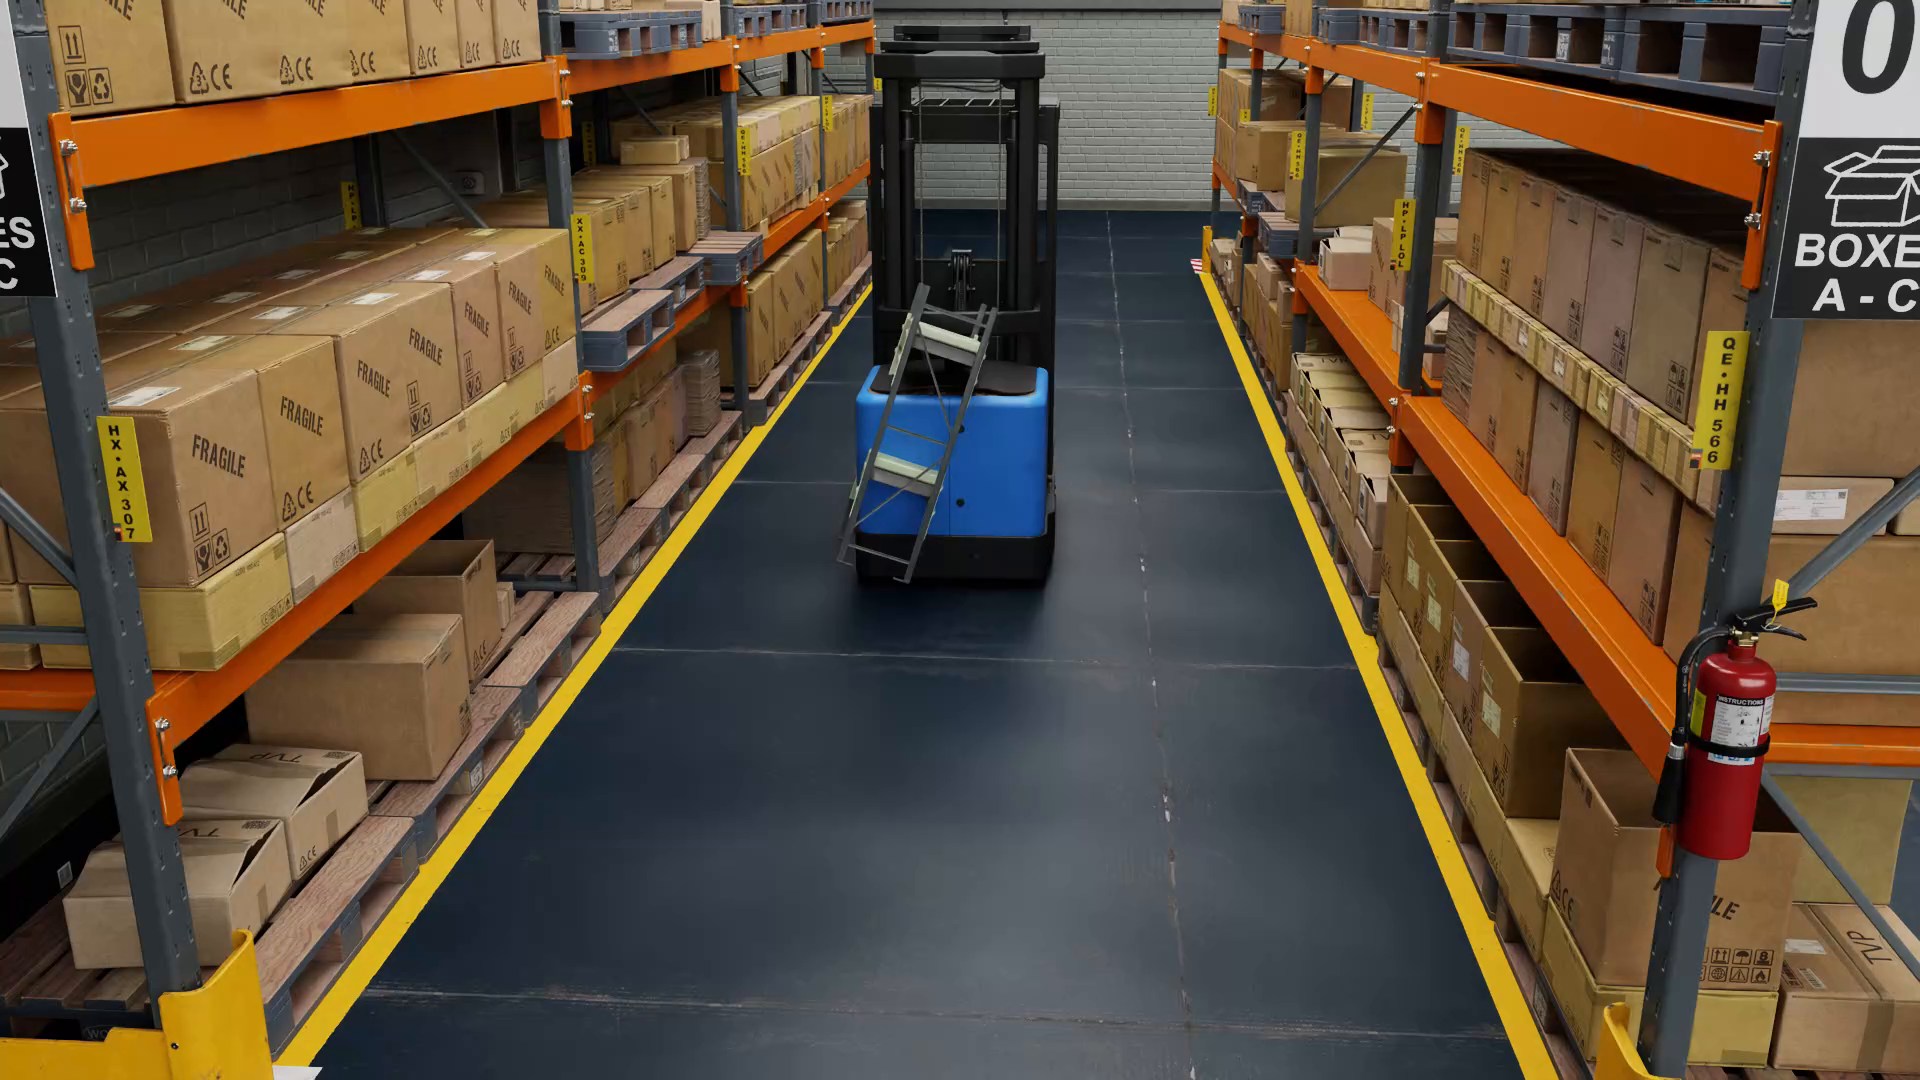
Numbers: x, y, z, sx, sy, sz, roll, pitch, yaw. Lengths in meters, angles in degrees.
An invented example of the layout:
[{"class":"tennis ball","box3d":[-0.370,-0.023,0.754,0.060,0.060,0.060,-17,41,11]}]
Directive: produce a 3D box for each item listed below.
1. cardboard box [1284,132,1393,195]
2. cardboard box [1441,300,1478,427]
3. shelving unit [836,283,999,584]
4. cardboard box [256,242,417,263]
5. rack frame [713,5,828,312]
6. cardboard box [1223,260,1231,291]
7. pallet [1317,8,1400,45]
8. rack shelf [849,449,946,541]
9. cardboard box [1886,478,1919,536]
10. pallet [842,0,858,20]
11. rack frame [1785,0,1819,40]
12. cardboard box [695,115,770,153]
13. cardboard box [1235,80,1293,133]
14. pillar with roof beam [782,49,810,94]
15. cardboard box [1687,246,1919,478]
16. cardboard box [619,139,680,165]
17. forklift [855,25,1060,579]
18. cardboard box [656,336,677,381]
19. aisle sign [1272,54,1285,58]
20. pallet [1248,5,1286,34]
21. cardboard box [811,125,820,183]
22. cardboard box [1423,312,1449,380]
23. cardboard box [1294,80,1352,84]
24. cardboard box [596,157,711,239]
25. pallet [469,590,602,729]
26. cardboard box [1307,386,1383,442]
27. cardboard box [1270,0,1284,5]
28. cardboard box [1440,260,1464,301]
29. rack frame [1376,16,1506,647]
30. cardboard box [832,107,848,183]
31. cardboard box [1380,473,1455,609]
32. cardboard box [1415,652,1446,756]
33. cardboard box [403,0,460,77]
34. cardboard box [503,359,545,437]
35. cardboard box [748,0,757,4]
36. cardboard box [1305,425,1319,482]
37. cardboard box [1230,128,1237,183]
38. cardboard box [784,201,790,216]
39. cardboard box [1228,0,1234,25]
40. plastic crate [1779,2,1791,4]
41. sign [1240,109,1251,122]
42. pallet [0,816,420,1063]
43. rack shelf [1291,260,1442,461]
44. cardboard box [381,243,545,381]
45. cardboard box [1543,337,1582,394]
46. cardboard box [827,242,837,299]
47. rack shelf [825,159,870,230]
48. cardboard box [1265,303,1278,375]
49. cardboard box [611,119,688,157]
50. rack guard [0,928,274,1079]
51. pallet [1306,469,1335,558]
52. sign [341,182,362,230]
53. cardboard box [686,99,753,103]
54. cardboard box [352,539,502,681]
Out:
[{"class":"cardboard box","box3d":[3.094,-3.066,13.627,0.700,0.500,0.500,-3,18,-10]},{"class":"cardboard box","box3d":[2.561,-0.794,7.367,0.700,0.500,0.500,1,18,2]},{"class":"shelving unit","box3d":[-0.247,-0.596,8.947,0.431,1.500,0.755,17,8,-6]},{"class":"cardboard box","box3d":[-2.638,-0.986,7.120,0.500,0.500,0.500,1,18,4]},{"class":"rack frame","box3d":[-1.782,-3.478,15.720,1.000,3.000,0.127,1,18,4]},{"class":"cardboard box","box3d":[2.971,-2.716,17.007,0.500,0.311,0.500,1,18,4]},{"class":"pallet","box3d":[2.913,-3.249,10.508,1.213,0.211,1.003,2,18,6]},{"class":"rack shelf","box3d":[-0.348,-0.290,8.992,0.431,0.370,0.720,17,8,-6]},{"class":"cardboard box","box3d":[2.542,-0.115,4.253,0.380,0.149,0.250,1,18,4]},{"class":"pallet","box3d":[-1.622,-5.493,17.195,1.003,0.211,1.213,1,18,4]},{"class":"rack frame","box3d":[2.299,-2.493,3.078,1.000,3.000,0.127,1,18,4]},{"class":"cardboard box","box3d":[-1.741,-3.093,12.670,0.500,0.250,0.500,1,18,3]},{"class":"cardboard box","box3d":[2.972,-4.213,16.198,0.500,0.500,0.500,1,18,3]},{"class":"pillar with roof beam","box3d":[2.130,-8.333,20.903,9.100,9.000,0.400,1,18,4]},{"class":"cardboard box","box3d":[2.349,-0.467,4.287,0.700,0.500,0.500,1,18,4]},{"class":"cardboard box","box3d":[-2.072,-2.593,11.109,0.380,0.149,0.250,-2,18,-5]},{"class":"forklift","box3d":[0.040,-1.589,10.064,1.130,2.935,3.031,1,18,3]},{"class":"cardboard box","box3d":[-2.171,-1.213,10.911,0.500,0.250,0.500,2,18,5]},{"class":"aisle sign","box3d":[3.757,-5.861,18.817,0.394,0.787,0.004,1,18,4]},{"class":"pallet","box3d":[2.972,-4.182,13.352,1.213,0.211,1.003,1,18,4]},{"class":"cardboard box","box3d":[-1.563,-3.527,15.201,0.500,0.500,0.500,1,18,3]},{"class":"cardboard box","box3d":[2.578,-0.967,8.297,0.500,0.250,0.500,2,18,7]},{"class":"cardboard box","box3d":[3.511,-4.192,16.132,0.500,0.500,0.500,1,18,2]},{"class":"cardboard box","box3d":[-2.092,-2.346,11.399,0.700,0.500,0.500,-1,18,-3]},{"class":"pallet","box3d":[-2.368,0.541,7.933,1.003,0.211,1.213,1,18,4]},{"class":"cardboard box","box3d":[2.474,-0.808,10.412,0.500,0.311,0.500,1,18,2]},{"class":"cardboard box","box3d":[3.050,-4.934,14.351,0.600,0.600,0.600,0,18,-1]},{"class":"cardboard box","box3d":[2.374,-1.161,7.446,0.380,0.149,0.250,1,18,4]},{"class":"rack frame","box3d":[2.586,-0.884,7.804,1.000,3.000,0.127,1,18,4]},{"class":"cardboard box","box3d":[-1.669,-4.015,16.878,0.980,0.700,0.700,1,18,3]},{"class":"cardboard box","box3d":[2.241,0.004,7.632,0.500,0.500,0.500,1,18,4]},{"class":"cardboard box","box3d":[2.169,0.671,6.801,0.500,0.250,0.500,1,18,4]},{"class":"cardboard box","box3d":[-2.196,-1.984,6.150,0.500,0.500,0.500,1,18,2]},{"class":"cardboard box","box3d":[-2.131,-0.623,7.217,0.500,0.250,0.500,1,18,4]},{"class":"cardboard box","box3d":[-2.030,-4.561,13.340,0.700,0.500,0.500,1,18,4]},{"class":"cardboard box","box3d":[2.476,-0.545,10.512,0.500,0.250,0.500,1,18,2]},{"class":"cardboard box","box3d":[3.010,-3.897,16.838,0.500,0.500,0.500,2,18,5]},{"class":"cardboard box","box3d":[-1.658,-2.863,14.216,0.380,0.149,0.250,1,18,2]},{"class":"cardboard box","box3d":[3.073,-5.501,17.318,0.500,0.250,0.500,1,18,4]},{"class":"plastic crate","box3d":[7.847,-4.893,15.489,0.416,0.233,0.300,1,18,4]},{"class":"sign","box3d":[2.618,-3.790,15.281,0.100,0.325,0.005,1,18,4]},{"class":"pallet","box3d":[-2.543,1.299,5.620,1.003,0.211,1.213,1,18,4]},{"class":"rack shelf","box3d":[2.729,-1.163,9.812,1.077,0.370,4.000,1,18,4]},{"class":"cardboard box","box3d":[-2.111,-0.979,7.099,0.500,0.500,0.500,1,18,4]},{"class":"cardboard box","box3d":[2.246,-0.602,5.741,0.380,0.149,0.250,1,18,3]},{"class":"cardboard box","box3d":[-1.626,-2.720,16.746,0.700,0.500,0.500,2,18,5]},{"class":"rack shelf","box3d":[-1.638,-3.757,17.728,1.077,0.370,4.000,1,18,4]},{"class":"cardboard box","box3d":[2.743,-1.604,13.309,0.500,0.500,0.500,1,18,2]},{"class":"cardboard box","box3d":[-2.295,-2.937,12.195,0.500,0.250,0.500,2,18,5]},{"class":"rack guard","box3d":[-2.636,1.413,4.808,1.175,0.500,0.348,1,18,4]},{"class":"pallet","box3d":[2.685,-0.169,10.098,1.003,0.211,1.213,1,18,4]},{"class":"sign","box3d":[-2.909,-1.555,7.992,0.100,0.325,0.005,1,18,4]},{"class":"cardboard box","box3d":[-2.105,-3.733,14.624,0.500,0.250,0.500,1,18,5]},{"class":"cardboard box","box3d":[-2.390,0.309,7.472,0.500,0.500,0.500,0,18,0]}]
